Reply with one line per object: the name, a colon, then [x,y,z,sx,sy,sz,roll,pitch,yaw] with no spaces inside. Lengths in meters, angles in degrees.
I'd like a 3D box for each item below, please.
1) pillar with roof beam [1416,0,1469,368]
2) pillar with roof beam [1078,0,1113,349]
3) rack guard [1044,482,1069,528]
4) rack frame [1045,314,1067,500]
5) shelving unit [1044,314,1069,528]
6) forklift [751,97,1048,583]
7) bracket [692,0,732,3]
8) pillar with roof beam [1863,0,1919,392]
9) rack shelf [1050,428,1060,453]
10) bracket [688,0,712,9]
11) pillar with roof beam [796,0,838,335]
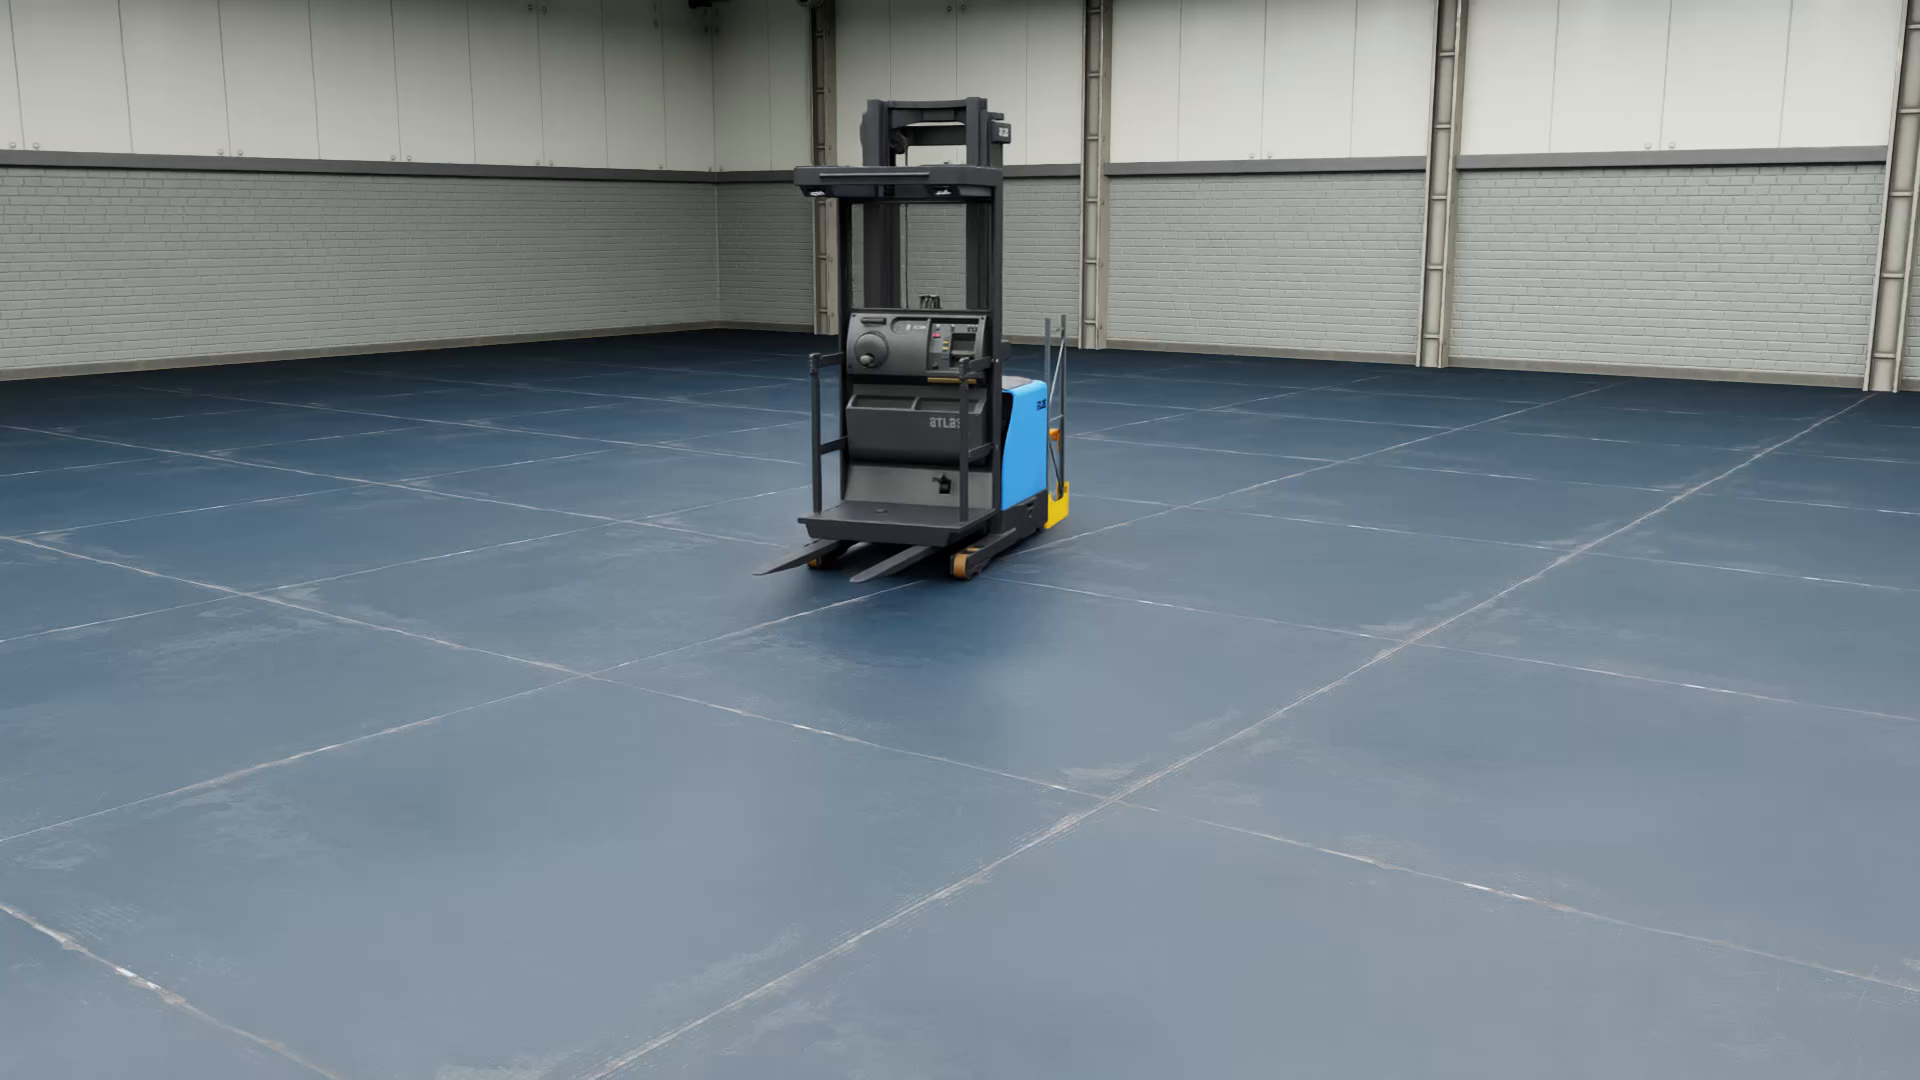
pillar with roof beam: [4.562,-6.373,20.778,0.400,9.000,9.100,8,13,36]
pillar with roof beam: [-0.274,-7.047,24.265,0.400,9.000,9.100,8,13,36]
rack guard: [0.690,-0.261,12.220,0.087,0.250,0.587,3,11,17]
rack frame: [0.691,-0.874,12.101,0.032,1.500,0.500,3,11,17]
shelving unit: [0.216,-0.903,12.251,1.083,1.500,0.587,3,11,17]
forklift: [-0.351,-1.280,10.431,1.130,2.935,3.031,4,12,19]
bracket: [-4.541,-10.340,31.811,3.189,0.066,0.076,8,13,36]
pillar with roof beam: [9.398,-5.698,17.292,0.400,9.000,9.100,8,13,36]
rack shelf: [0.207,-0.727,12.288,1.000,0.185,0.538,3,11,17]
bracket: [-5.017,-10.407,32.154,0.430,0.232,0.235,8,13,36]
pillar with roof beam: [-5.110,-7.722,27.752,0.548,9.000,9.100,8,13,36]
